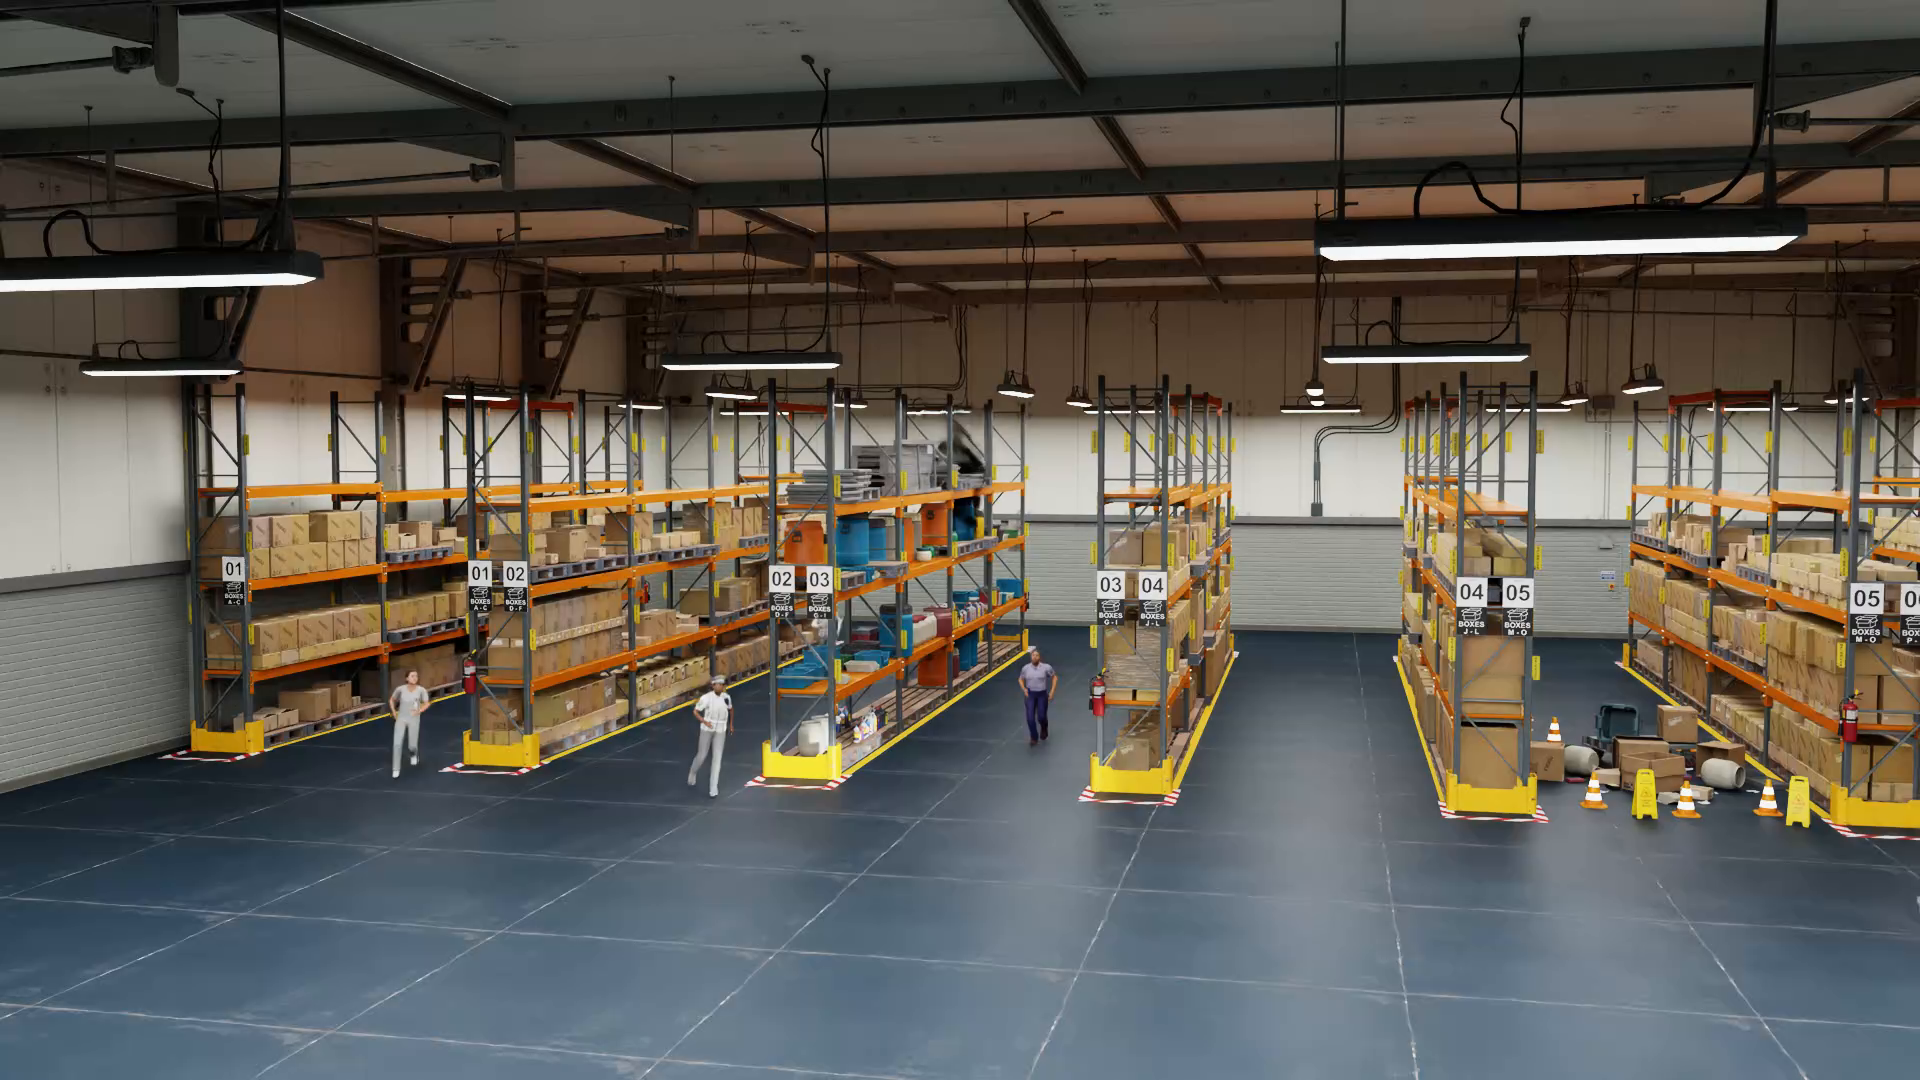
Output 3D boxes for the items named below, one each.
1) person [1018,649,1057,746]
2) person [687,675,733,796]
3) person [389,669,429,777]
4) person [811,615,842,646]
[{"bbox_3d":[1.284,2.623,27.694,0.640,1.606,0.534,1,3,9],"label":"person"},{"bbox_3d":[-3.554,2.782,24.065,0.662,1.675,0.921,-1,4,-23],"label":"person"},{"bbox_3d":[-8.407,2.773,25.396,0.587,1.601,0.679,-1,3,-16],"label":"person"},{"bbox_3d":[-2.876,2.091,35.792,0.628,1.681,0.899,0,3,3],"label":"person"}]
